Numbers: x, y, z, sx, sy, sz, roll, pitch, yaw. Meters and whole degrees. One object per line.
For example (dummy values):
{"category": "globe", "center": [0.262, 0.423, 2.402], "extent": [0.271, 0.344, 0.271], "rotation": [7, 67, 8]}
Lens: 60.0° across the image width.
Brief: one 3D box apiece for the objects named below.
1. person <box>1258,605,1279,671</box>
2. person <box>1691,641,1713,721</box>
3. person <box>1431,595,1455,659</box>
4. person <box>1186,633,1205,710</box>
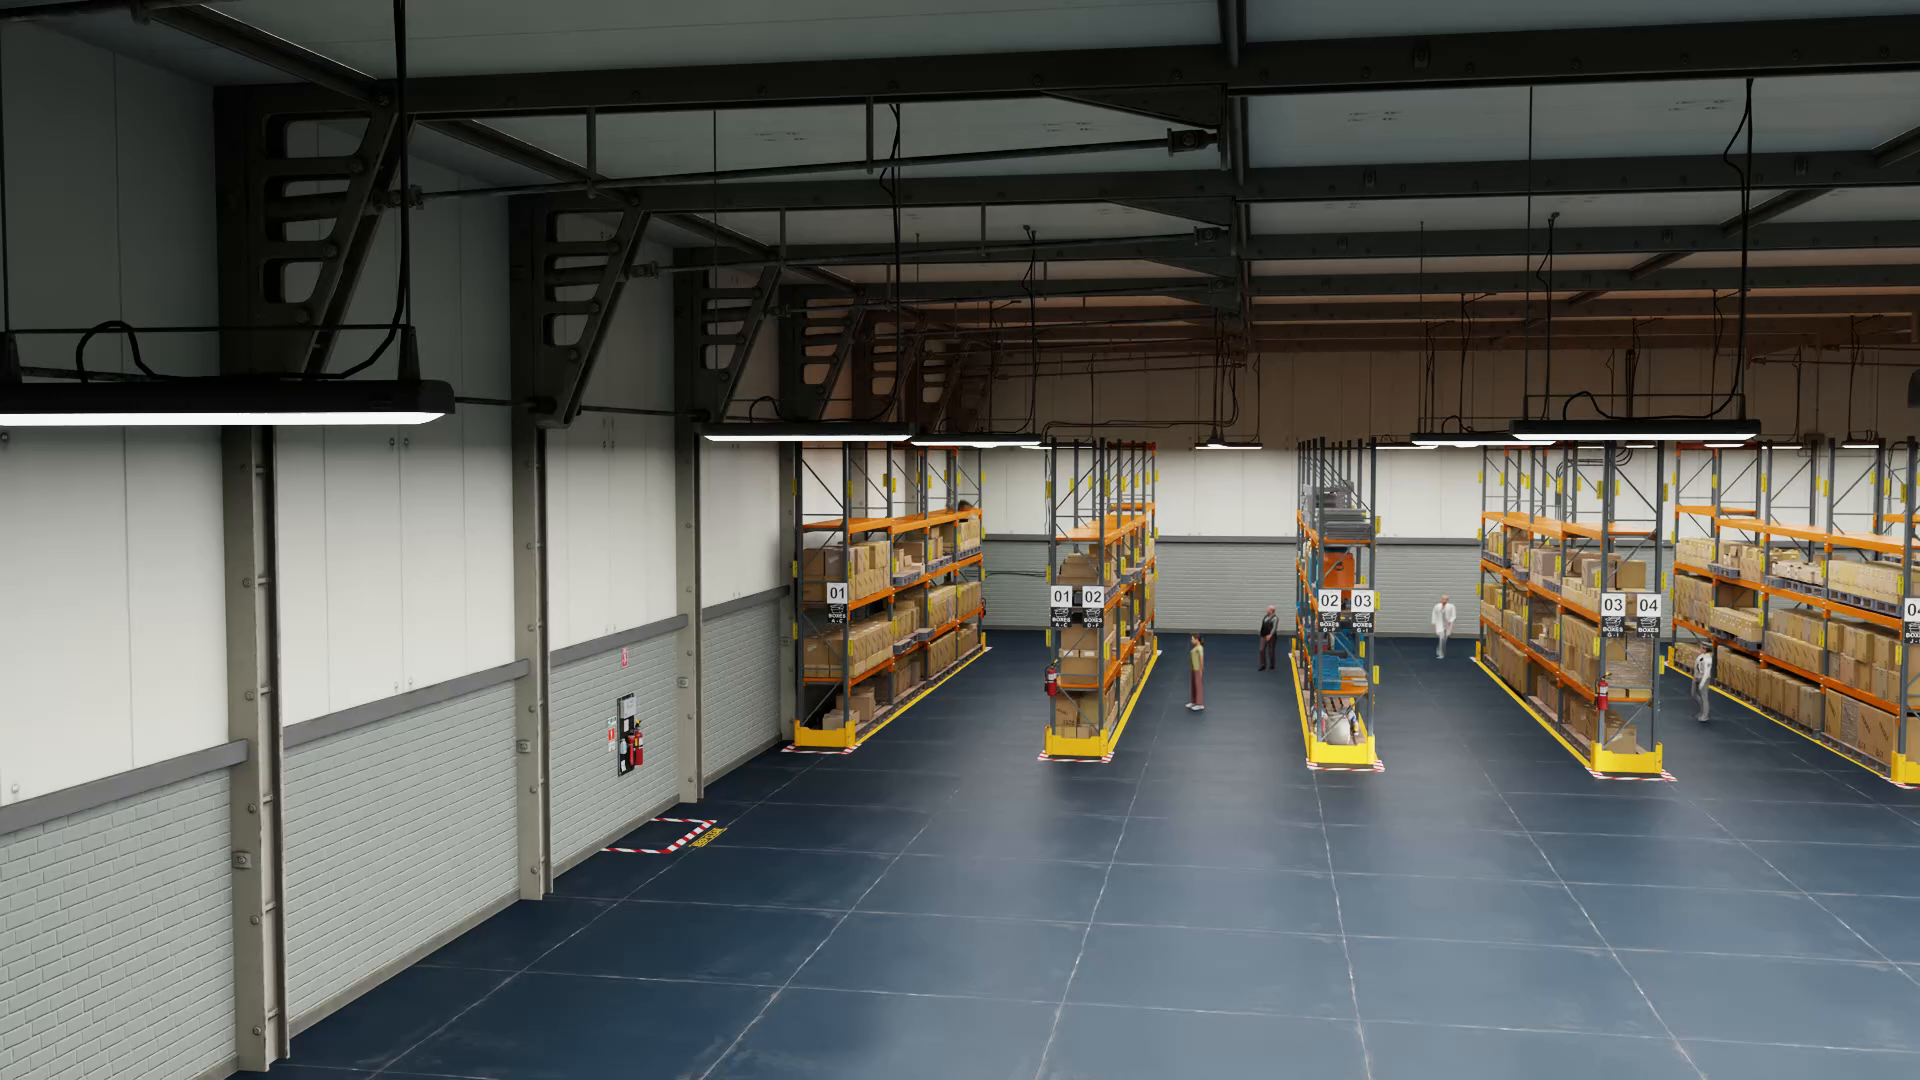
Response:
{"category": "person", "center": [8.077, 2.573, 43.602], "extent": [0.544, 1.718, 0.668], "rotation": [2, 4, 31]}
{"category": "person", "center": [15.858, 3.013, 35.524], "extent": [0.395, 1.706, 0.569], "rotation": [0, 3, -6]}
{"category": "person", "center": [13.489, 2.557, 46.371], "extent": [0.535, 1.660, 0.823], "rotation": [0, 3, -6]}
{"category": "person", "center": [5.262, 2.915, 37.108], "extent": [0.387, 1.677, 0.532], "rotation": [0, 3, -8]}
